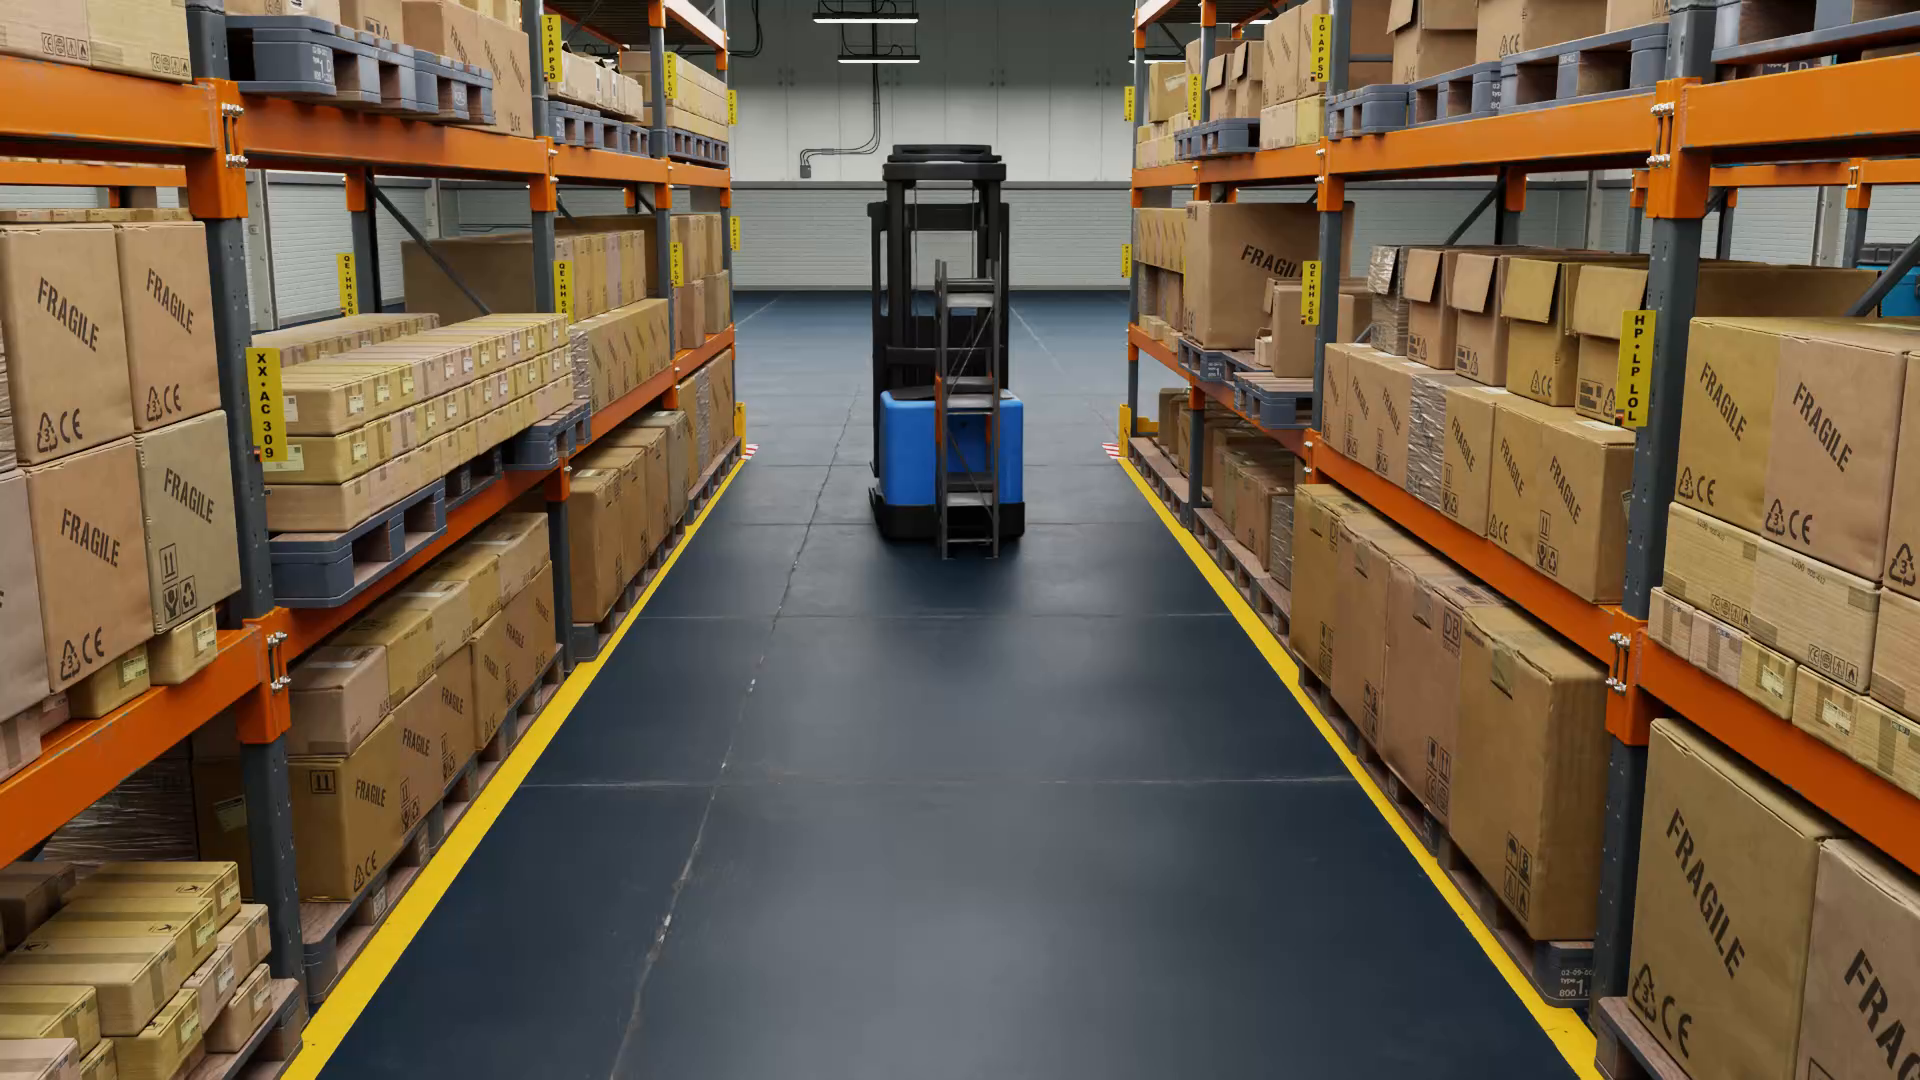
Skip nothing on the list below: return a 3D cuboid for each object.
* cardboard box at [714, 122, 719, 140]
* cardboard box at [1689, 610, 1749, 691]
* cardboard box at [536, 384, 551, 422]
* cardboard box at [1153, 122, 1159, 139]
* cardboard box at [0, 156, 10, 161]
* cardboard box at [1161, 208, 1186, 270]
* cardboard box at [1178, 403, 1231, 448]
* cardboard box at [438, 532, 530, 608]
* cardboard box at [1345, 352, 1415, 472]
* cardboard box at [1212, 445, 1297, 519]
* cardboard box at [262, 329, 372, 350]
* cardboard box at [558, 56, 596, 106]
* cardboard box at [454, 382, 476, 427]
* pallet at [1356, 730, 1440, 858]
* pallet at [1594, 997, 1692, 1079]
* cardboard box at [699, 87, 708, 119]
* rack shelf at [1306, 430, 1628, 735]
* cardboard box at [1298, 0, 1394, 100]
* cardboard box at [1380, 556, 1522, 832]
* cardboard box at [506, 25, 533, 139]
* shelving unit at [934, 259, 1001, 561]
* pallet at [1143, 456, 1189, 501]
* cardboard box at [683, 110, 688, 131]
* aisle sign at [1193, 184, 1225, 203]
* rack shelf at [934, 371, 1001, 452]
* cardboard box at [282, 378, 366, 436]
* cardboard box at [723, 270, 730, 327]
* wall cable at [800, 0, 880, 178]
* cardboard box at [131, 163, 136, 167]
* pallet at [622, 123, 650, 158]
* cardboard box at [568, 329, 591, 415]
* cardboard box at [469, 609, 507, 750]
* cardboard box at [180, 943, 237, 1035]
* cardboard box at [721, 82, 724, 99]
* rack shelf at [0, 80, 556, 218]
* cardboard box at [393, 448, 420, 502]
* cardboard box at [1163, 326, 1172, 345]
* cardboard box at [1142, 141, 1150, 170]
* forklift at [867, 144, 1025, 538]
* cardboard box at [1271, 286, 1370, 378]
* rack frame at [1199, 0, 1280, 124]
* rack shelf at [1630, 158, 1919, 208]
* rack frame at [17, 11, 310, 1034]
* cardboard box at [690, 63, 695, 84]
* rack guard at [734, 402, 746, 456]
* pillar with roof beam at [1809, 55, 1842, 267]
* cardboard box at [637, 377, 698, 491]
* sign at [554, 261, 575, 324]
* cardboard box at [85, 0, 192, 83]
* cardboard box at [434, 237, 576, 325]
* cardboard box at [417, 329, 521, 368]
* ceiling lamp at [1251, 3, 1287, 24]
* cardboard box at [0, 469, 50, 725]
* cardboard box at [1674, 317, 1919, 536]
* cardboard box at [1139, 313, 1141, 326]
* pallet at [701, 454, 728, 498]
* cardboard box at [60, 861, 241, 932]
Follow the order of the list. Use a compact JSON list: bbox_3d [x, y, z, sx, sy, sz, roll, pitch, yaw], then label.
[{"bbox_3d":[-2.406,-3.728,15.168,0.380,0.149,0.250,0,11,-1],"label":"cardboard box"},{"bbox_3d":[2.122,0.279,4.273,0.380,0.149,0.250,-1,11,-3],"label":"cardboard box"},{"bbox_3d":[-2.122,-0.638,7.733,0.380,0.149,0.250,0,11,0],"label":"cardboard box"},{"bbox_3d":[1.941,-3.674,14.955,0.380,0.149,0.250,0,11,-1],"label":"cardboard box"},{"bbox_3d":[-7.389,-2.917,12.480,0.380,0.149,0.250,0,11,-2],"label":"cardboard box"},{"bbox_3d":[1.972,-2.519,13.916,0.500,0.500,0.500,0,11,-1],"label":"cardboard box"},{"bbox_3d":[2.231,-0.956,14.955,0.500,0.500,0.500,1,11,4],"label":"cardboard box"},{"bbox_3d":[-2.304,0.135,7.692,0.500,0.250,0.500,0,11,0],"label":"cardboard box"},{"bbox_3d":[2.111,-0.601,7.724,0.500,0.500,0.500,-1,11,-3],"label":"cardboard box"},{"bbox_3d":[2.268,-0.415,12.243,0.700,0.500,0.500,-1,12,-6],"label":"cardboard box"},{"bbox_3d":[-2.764,-0.825,7.159,0.380,0.149,0.250,0,11,1],"label":"cardboard box"},{"bbox_3d":[-2.407,-2.647,9.589,0.500,0.250,0.500,0,11,0],"label":"cardboard box"},{"bbox_3d":[-2.099,-0.526,6.435,0.380,0.149,0.250,0,11,-2],"label":"cardboard box"},{"bbox_3d":[2.323,1.014,7.032,1.003,0.211,1.213,0,11,-1],"label":"pallet"},{"bbox_3d":[2.380,1.561,4.332,1.003,0.211,1.213,0,11,-1],"label":"pallet"},{"bbox_3d":[-2.448,-3.743,14.244,0.500,0.250,0.500,0,11,-1],"label":"cardboard box"},{"bbox_3d":[2.401,-0.002,6.833,1.077,0.370,4.000,0,11,-1],"label":"rack shelf"},{"bbox_3d":[2.100,-2.610,8.826,0.500,0.500,0.500,0,11,0],"label":"cardboard box"},{"bbox_3d":[2.390,0.574,6.473,1.225,0.875,0.875,-1,11,-3],"label":"cardboard box"},{"bbox_3d":[-2.335,-2.158,7.857,0.500,0.500,0.500,0,11,-1],"label":"cardboard box"},{"bbox_3d":[0.048,-0.935,11.885,0.431,2.100,0.503,-1,12,-6],"label":"shelving unit"},{"bbox_3d":[2.200,-0.557,14.773,1.003,0.211,1.213,0,11,-1],"label":"pallet"},{"bbox_3d":[-2.362,-3.323,13.176,0.380,0.149,0.250,0,11,-1],"label":"cardboard box"},{"bbox_3d":[2.493,-3.630,16.368,0.394,0.787,0.004,0,11,-1],"label":"aisle sign"},{"bbox_3d":[0.048,-0.921,11.888,0.431,0.518,0.480,-1,12,-6],"label":"rack shelf"},{"bbox_3d":[-2.067,-0.411,5.120,0.380,0.149,0.250,0,11,2],"label":"cardboard box"},{"bbox_3d":[-2.713,-2.342,16.181,0.875,0.550,0.550,0,11,-1],"label":"cardboard box"},{"bbox_3d":[-3.430,-13.335,47.104,2.305,6.003,0.169,0,11,-1],"label":"wall cable"},{"bbox_3d":[-7.428,-3.324,14.486,0.380,0.149,0.250,-1,11,-3],"label":"cardboard box"},{"bbox_3d":[-2.616,-2.741,11.462,0.805,0.209,1.217,-1,11,-3],"label":"pallet"},{"bbox_3d":[-2.340,-0.891,9.155,0.500,0.500,0.500,0,11,-1],"label":"cardboard box"},{"bbox_3d":[-2.292,0.606,7.260,0.500,0.500,0.500,-1,11,-4],"label":"cardboard box"},{"bbox_3d":[-2.176,1.204,4.445,0.380,0.149,0.250,-1,11,-4],"label":"cardboard box"},{"bbox_3d":[-2.417,-4.219,15.586,0.380,0.149,0.250,0,11,-1],"label":"cardboard box"},{"bbox_3d":[-2.560,-1.472,6.533,1.077,0.370,4.000,0,11,-1],"label":"rack shelf"},{"bbox_3d":[-2.080,-0.224,5.695,0.380,0.149,0.250,0,11,-1],"label":"cardboard box"},{"bbox_3d":[1.963,-1.764,14.340,0.380,0.149,0.250,0,11,-1],"label":"cardboard box"},{"bbox_3d":[1.963,-3.539,15.294,0.500,0.250,0.500,0,11,-2],"label":"cardboard box"},{"bbox_3d":[-0.180,-1.692,13.527,1.130,2.935,3.031,-1,12,-6],"label":"forklift"},{"bbox_3d":[2.197,-1.224,9.742,0.700,0.500,0.500,1,12,7],"label":"cardboard box"},{"bbox_3d":[2.277,-4.487,12.044,1.000,3.000,0.127,0,11,-1],"label":"rack frame"},{"bbox_3d":[7.188,-3.082,14.473,1.077,0.370,4.000,0,11,-1],"label":"rack shelf"},{"bbox_3d":[-2.518,0.044,4.800,1.000,3.000,0.127,0,11,-1],"label":"rack frame"},{"bbox_3d":[-2.374,-3.816,13.597,0.380,0.149,0.250,0,11,-1],"label":"cardboard box"},{"bbox_3d":[-2.767,-1.122,16.830,1.175,0.500,0.348,0,11,-1],"label":"rack guard"},{"bbox_3d":[13.255,-8.768,33.145,9.100,9.000,0.548,0,11,-1],"label":"pillar with roof beam"},{"bbox_3d":[-2.627,-0.837,13.426,0.875,0.875,0.875,0,11,0],"label":"cardboard box"},{"bbox_3d":[-2.059,-1.284,8.632,0.100,0.325,0.005,0,11,-1],"label":"sign"},{"bbox_3d":[-2.238,-1.257,4.041,0.500,0.250,0.500,0,11,0],"label":"cardboard box"},{"bbox_3d":[-2.612,-1.480,9.546,0.700,0.500,0.500,0,11,-2],"label":"cardboard box"},{"bbox_3d":[-2.116,-0.827,7.172,0.380,0.149,0.250,0,11,-1],"label":"cardboard box"},{"bbox_3d":[5.281,-11.402,31.449,2.000,3.185,0.800,0,11,-1],"label":"ceiling lamp"},{"bbox_3d":[-2.207,0.146,3.296,0.500,0.500,0.500,0,11,-1],"label":"cardboard box"},{"bbox_3d":[2.197,-0.300,4.238,0.500,0.500,0.500,0,11,-1],"label":"cardboard box"},{"bbox_3d":[1.962,-2.161,16.300,0.380,0.149,0.250,0,11,-1],"label":"cardboard box"},{"bbox_3d":[-2.649,-0.575,14.861,1.003,0.211,1.213,0,11,-1],"label":"pallet"},{"bbox_3d":[-2.251,1.013,4.639,0.380,0.149,0.250,0,11,0],"label":"cardboard box"}]
